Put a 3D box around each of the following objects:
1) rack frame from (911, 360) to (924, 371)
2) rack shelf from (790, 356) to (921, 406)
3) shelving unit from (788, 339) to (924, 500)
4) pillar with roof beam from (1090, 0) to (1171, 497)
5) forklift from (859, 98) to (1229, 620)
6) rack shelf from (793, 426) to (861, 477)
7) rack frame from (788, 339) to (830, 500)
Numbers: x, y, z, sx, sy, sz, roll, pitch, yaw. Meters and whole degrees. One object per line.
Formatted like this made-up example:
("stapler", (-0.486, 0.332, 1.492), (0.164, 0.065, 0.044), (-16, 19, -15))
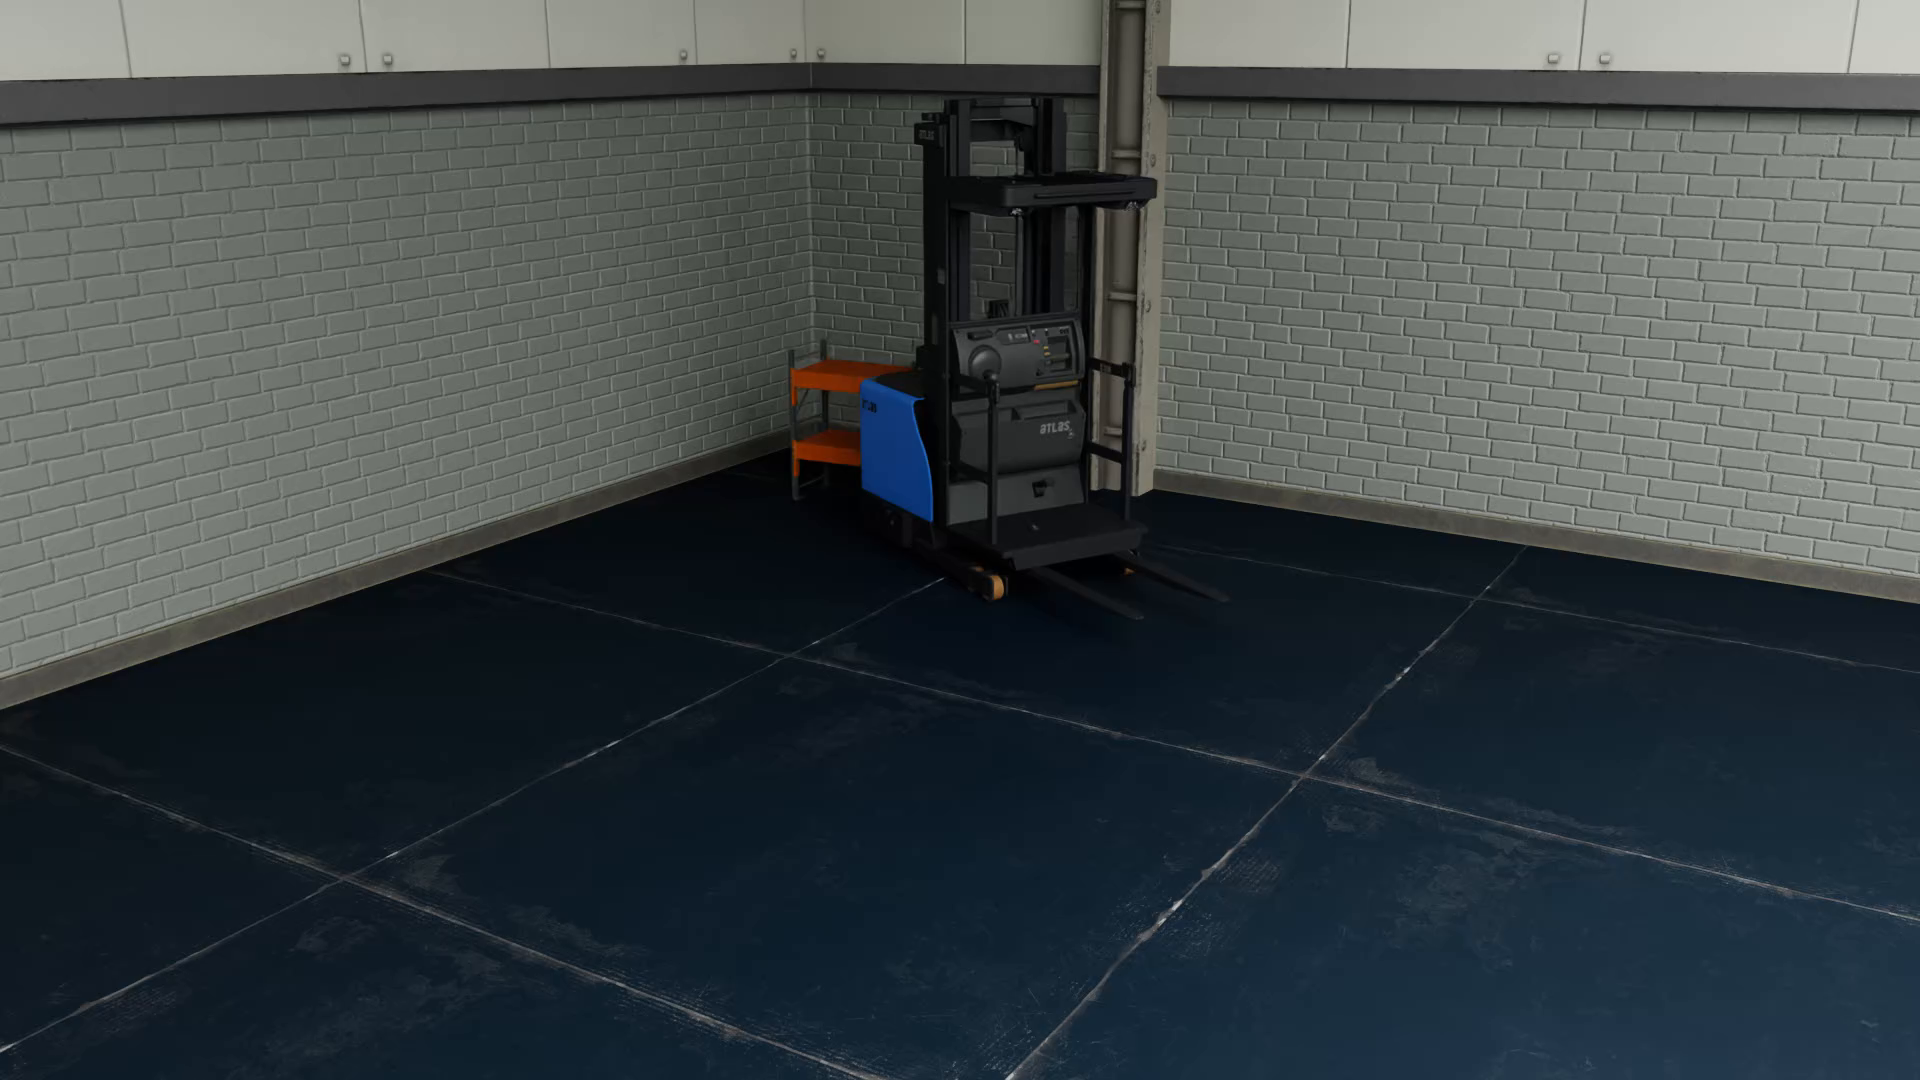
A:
("rack frame", (-0.215, -0.772, 11.988), (0.032, 1.125, 0.500), (8, 19, 25))
("rack shelf", (-0.670, -1.118, 12.120), (1.000, 0.278, 0.538), (8, 19, 25))
("shelving unit", (-0.670, -0.838, 12.206), (1.048, 1.125, 0.538), (8, 19, 25))
("pillar with roof beam", (-1.017, -3.630, 7.849), (0.400, 9.000, 9.100), (10, 20, 30))
("forklift", (0.485, -1.180, 10.223), (1.130, 2.935, 3.031), (-10, 19, -29))
("rack shelf", (-0.670, -0.604, 12.277), (1.000, 0.278, 0.538), (8, 19, 25))
("rack frame", (-1.124, -0.904, 12.423), (0.032, 1.125, 0.500), (8, 19, 25))
